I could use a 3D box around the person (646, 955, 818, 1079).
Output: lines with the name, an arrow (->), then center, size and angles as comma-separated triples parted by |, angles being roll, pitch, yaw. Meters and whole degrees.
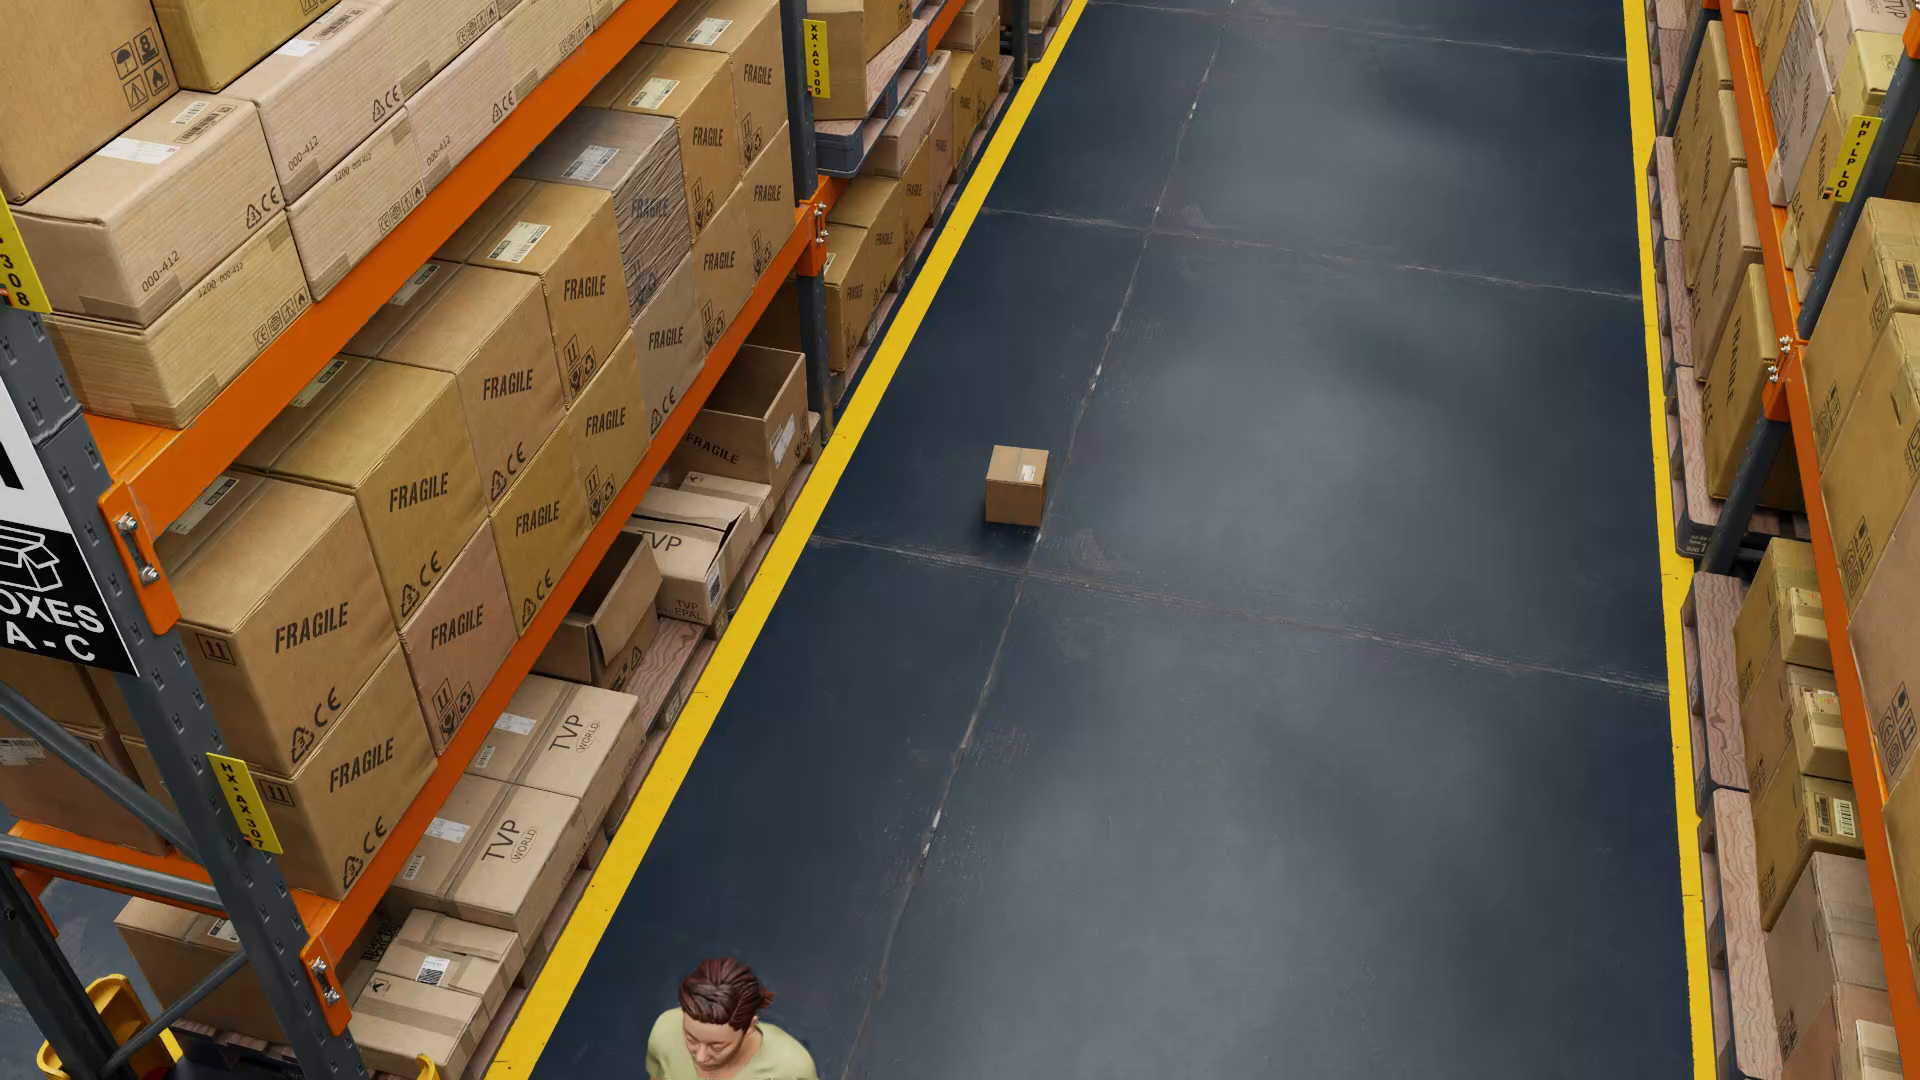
person -> -0.567, 1.594, 4.324 | 0.462, 1.651, 0.754 | 12, 43, 13
